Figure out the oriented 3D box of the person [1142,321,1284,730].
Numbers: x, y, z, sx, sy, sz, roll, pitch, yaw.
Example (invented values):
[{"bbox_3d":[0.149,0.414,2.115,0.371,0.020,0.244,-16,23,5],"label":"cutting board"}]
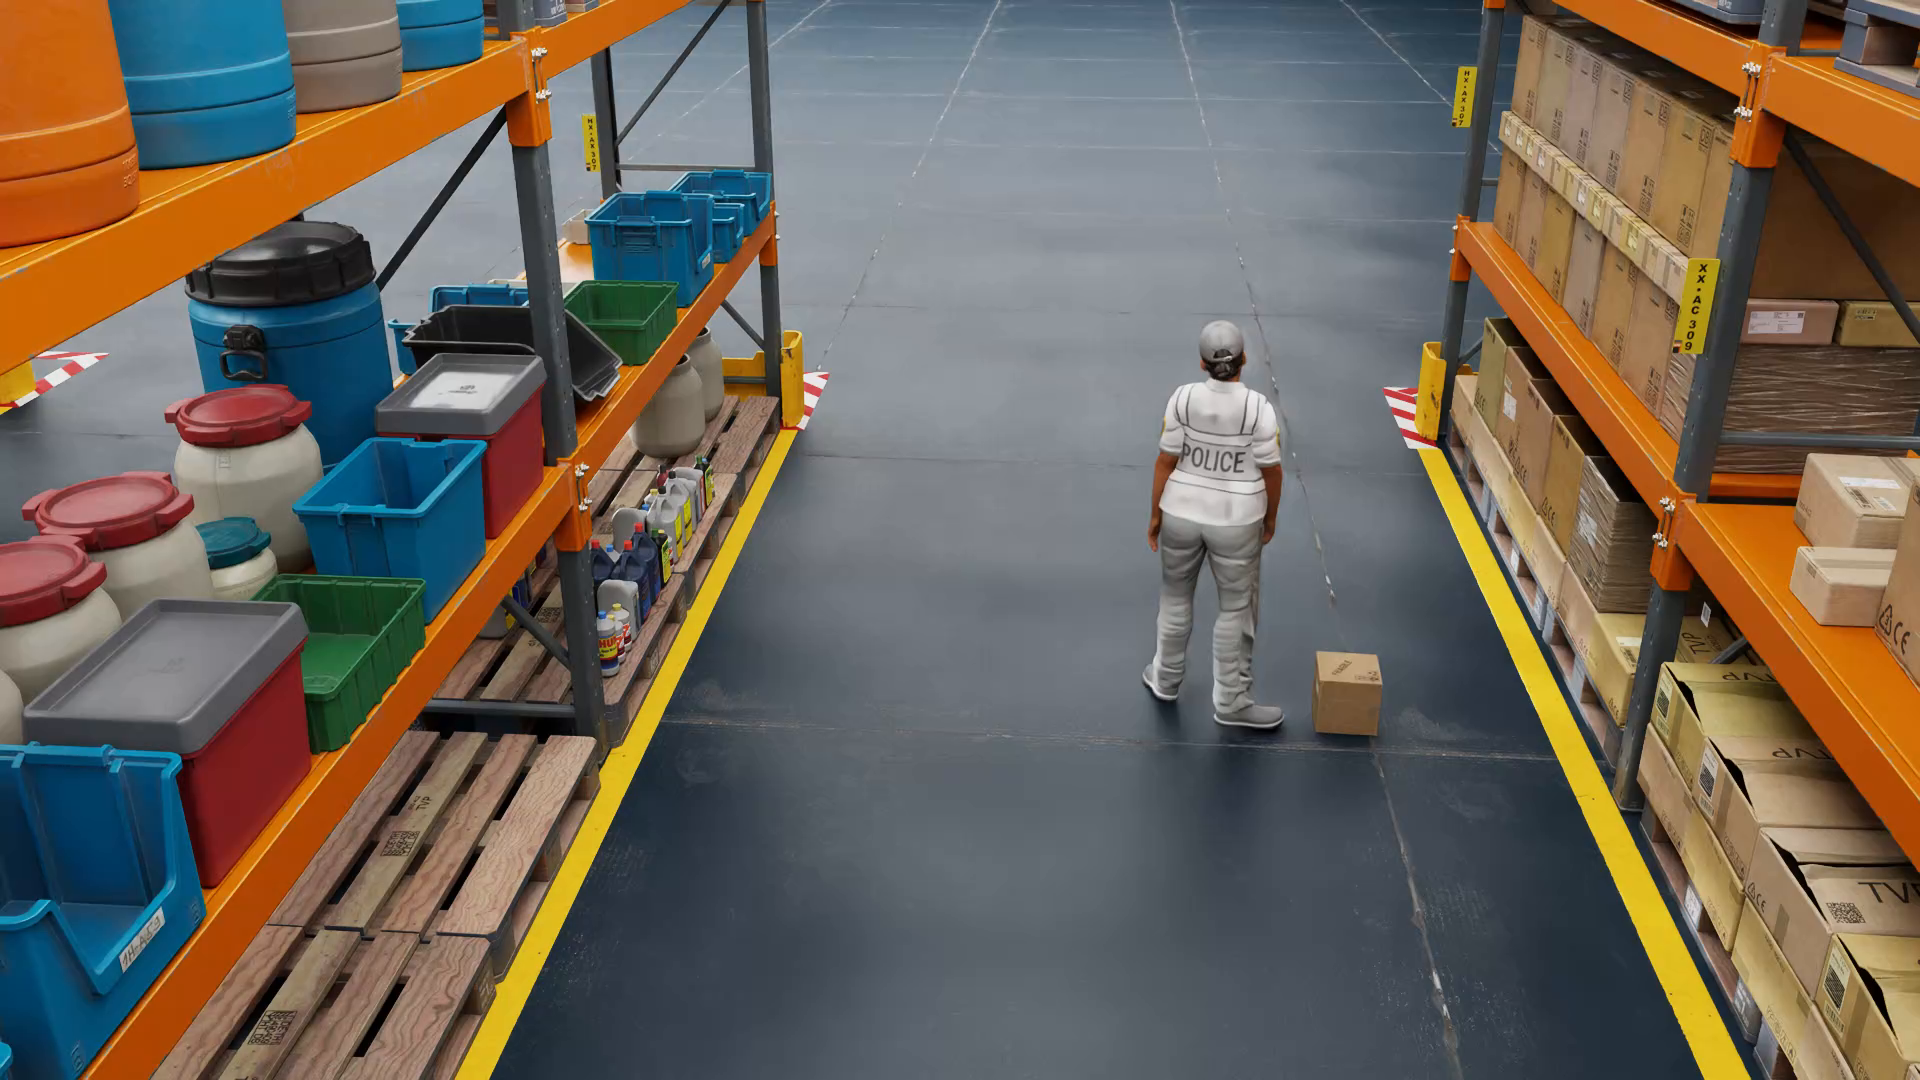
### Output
[{"bbox_3d":[1.059,-0.058,6.713,0.658,1.669,0.438,10,26,20],"label":"person"}]
